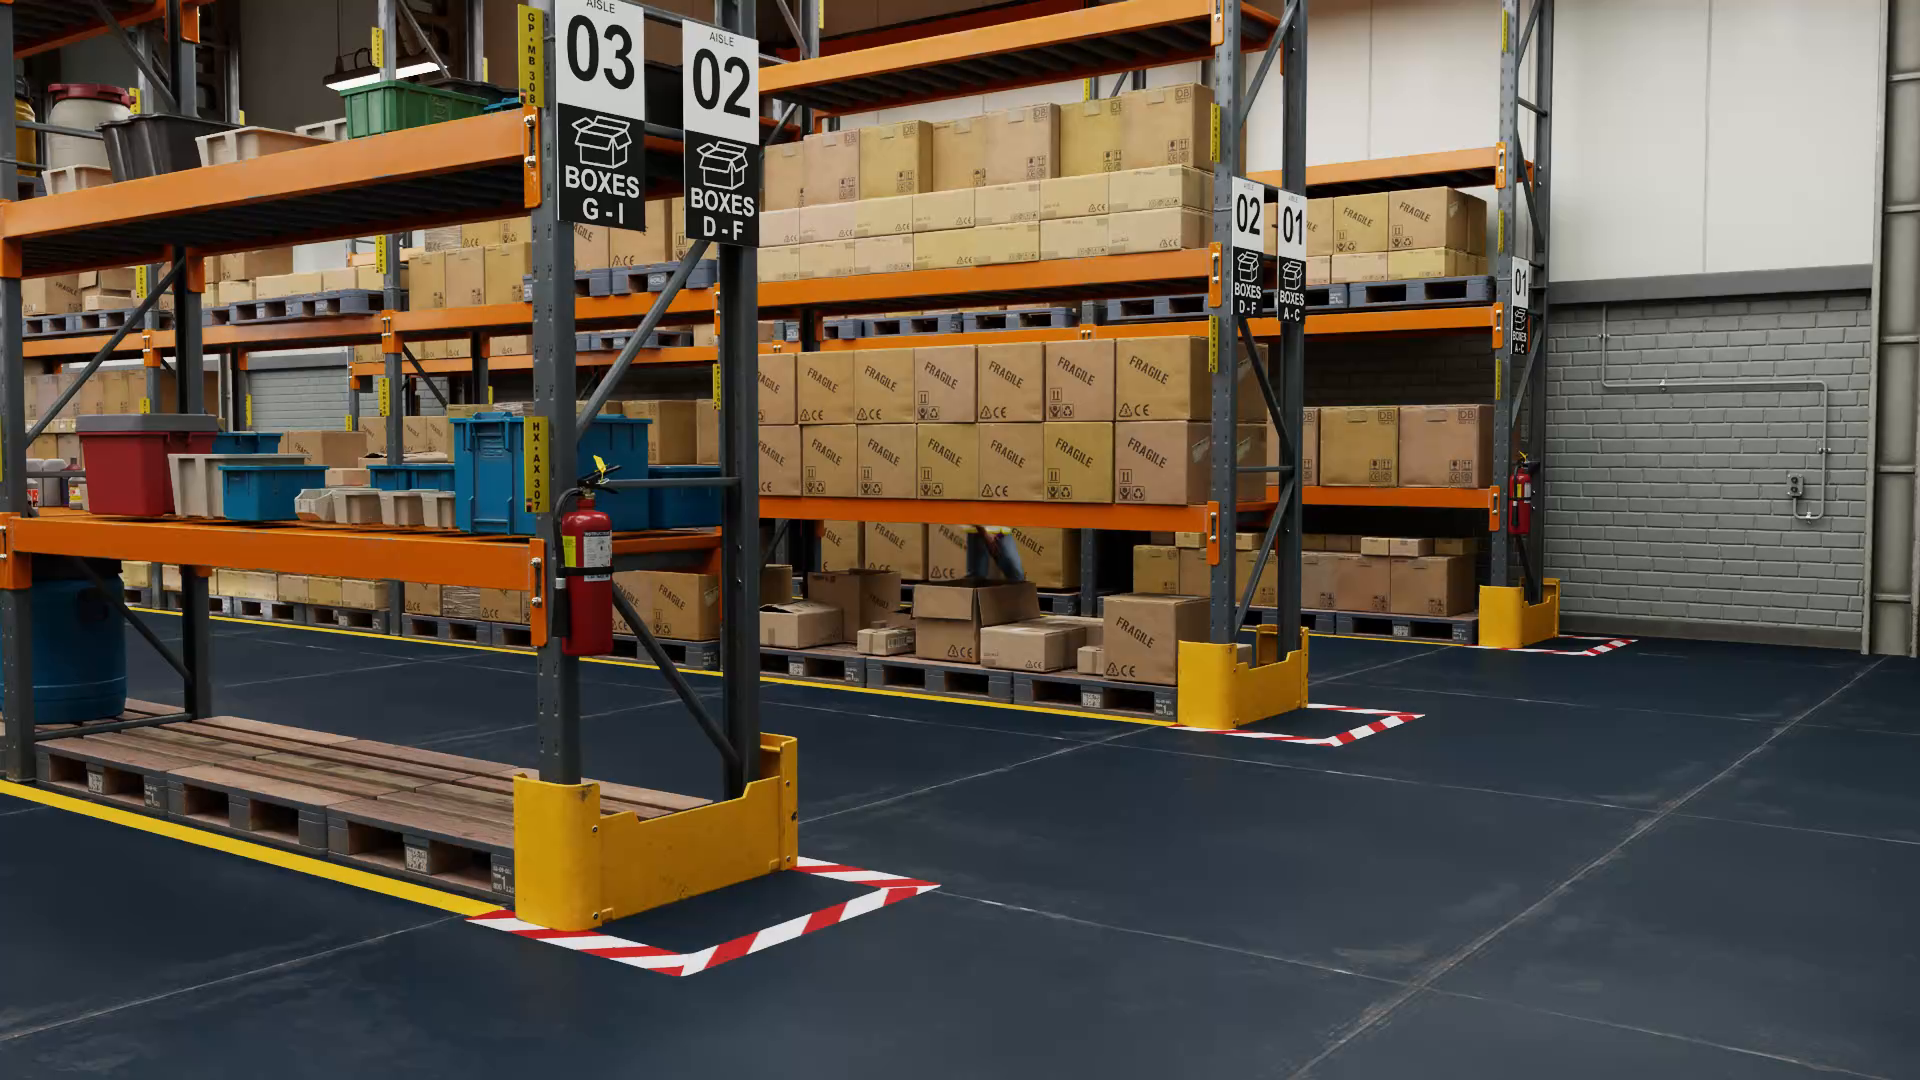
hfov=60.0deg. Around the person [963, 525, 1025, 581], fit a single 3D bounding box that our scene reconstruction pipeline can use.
[{"bbox_3d":[0.248,0.005,13.833,0.573,1.830,0.607,-3,4,-44],"label":"person"}]
